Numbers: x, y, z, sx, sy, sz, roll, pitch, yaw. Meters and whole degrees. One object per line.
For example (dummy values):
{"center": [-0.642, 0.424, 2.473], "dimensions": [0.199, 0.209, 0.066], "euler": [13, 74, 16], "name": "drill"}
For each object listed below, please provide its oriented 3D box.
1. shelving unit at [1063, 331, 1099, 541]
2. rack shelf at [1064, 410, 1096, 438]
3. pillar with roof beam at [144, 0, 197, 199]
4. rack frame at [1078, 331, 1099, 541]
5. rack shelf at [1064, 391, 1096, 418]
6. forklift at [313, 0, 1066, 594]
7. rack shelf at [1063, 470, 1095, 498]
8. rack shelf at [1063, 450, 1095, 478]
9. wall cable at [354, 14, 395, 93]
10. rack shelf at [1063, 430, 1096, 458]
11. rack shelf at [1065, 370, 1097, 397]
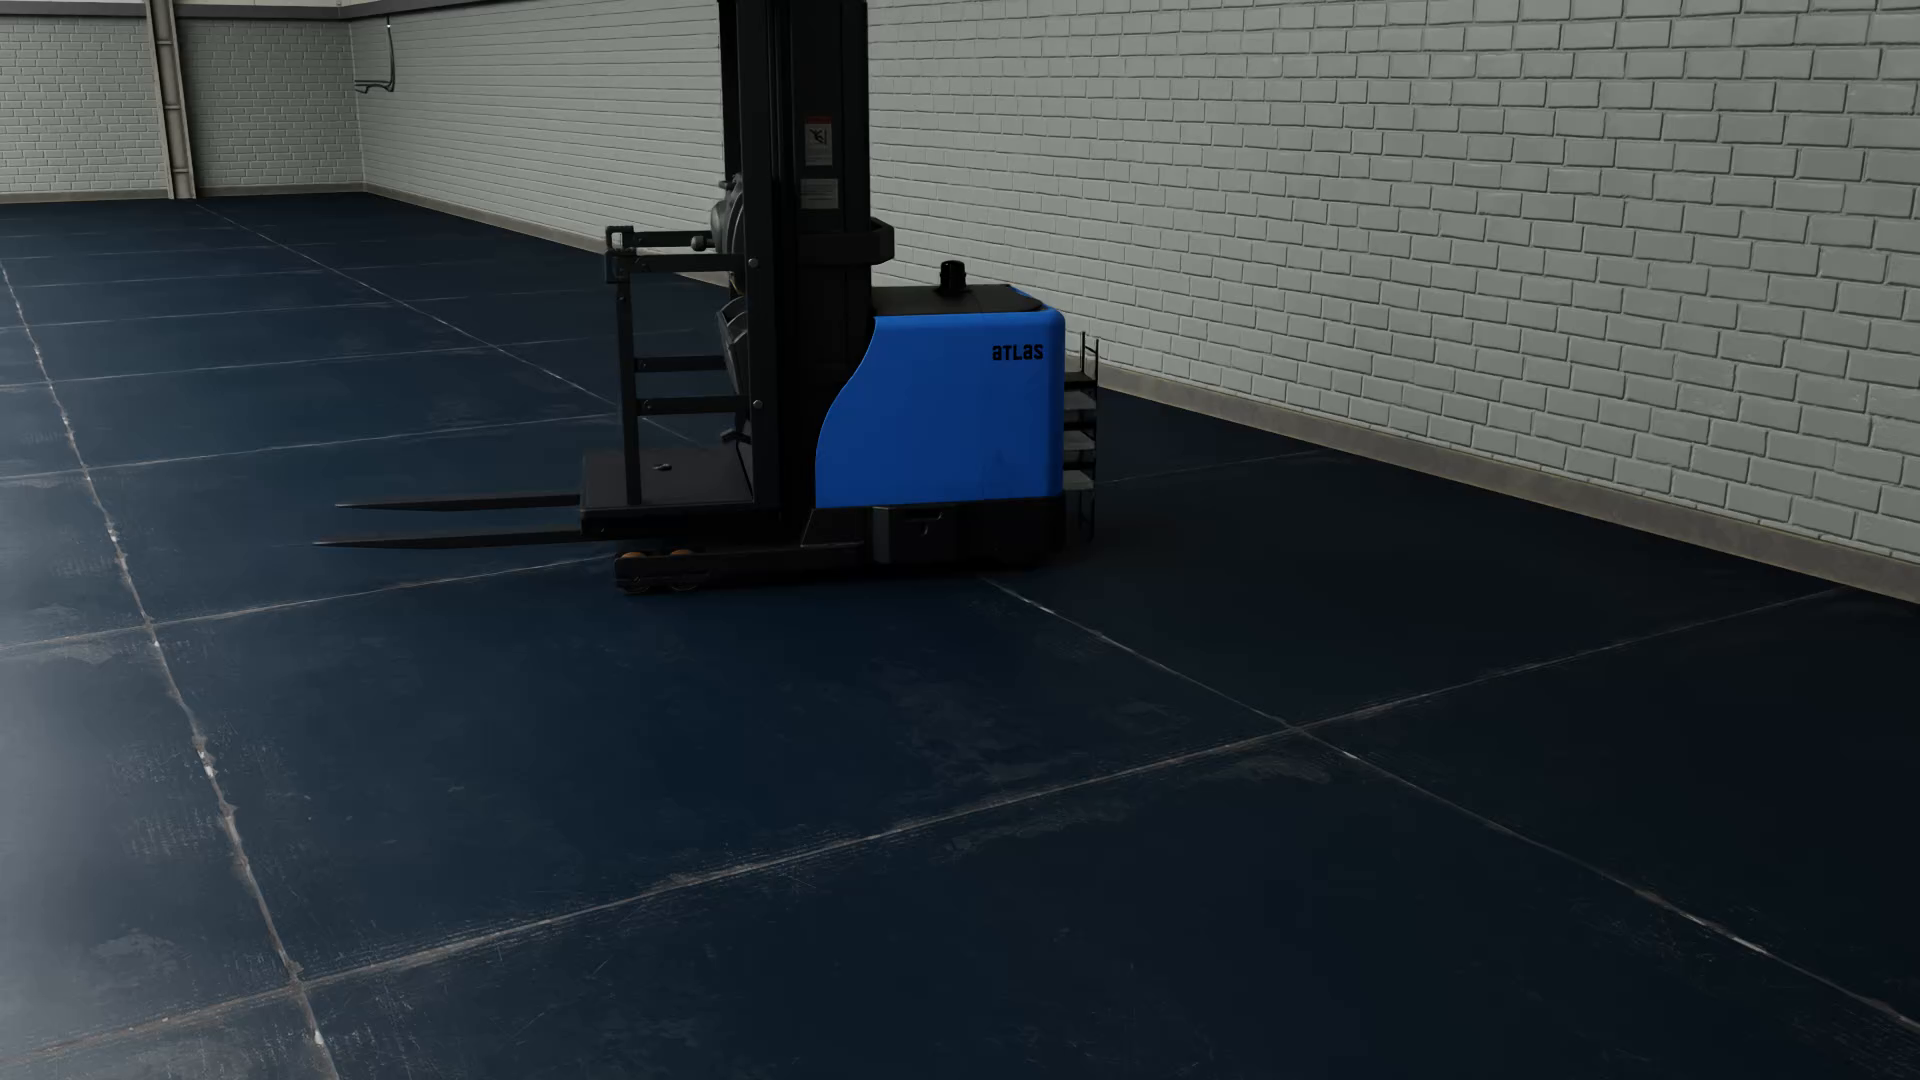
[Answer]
{"center": [0.470, -0.457, 7.373], "dimensions": [0.210, 0.900, 0.258], "euler": [-3, 16, -11], "name": "shelving unit"}
{"center": [0.470, -0.512, 7.358], "dimensions": [0.200, 0.077, 0.258], "euler": [-3, 16, -11], "name": "rack shelf"}
{"center": [-10.791, -9.059, 23.053], "dimensions": [0.400, 9.000, 9.100], "euler": [-9, 18, -30], "name": "pillar with roof beam"}
{"center": [0.570, -0.463, 7.393], "dimensions": [0.006, 0.900, 0.240], "euler": [-3, 16, -11], "name": "rack frame"}
{"center": [0.470, -0.598, 7.334], "dimensions": [0.200, 0.077, 0.258], "euler": [-3, 16, -11], "name": "rack shelf"}
{"center": [-1.125, -1.350, 6.797], "dimensions": [3.031, 2.935, 1.130], "euler": [-3, 16, -11], "name": "forklift"}
{"center": [0.470, -0.252, 7.431], "dimensions": [0.200, 0.077, 0.258], "euler": [-3, 16, -11], "name": "rack shelf"}
{"center": [0.470, -0.338, 7.407], "dimensions": [0.200, 0.077, 0.258], "euler": [-3, 16, -11], "name": "rack shelf"}
{"center": [-9.802, -8.663, 27.395], "dimensions": [0.112, 2.526, 3.097], "euler": [-9, 18, -30], "name": "wall cable"}
{"center": [0.470, -0.425, 7.382], "dimensions": [0.200, 0.077, 0.258], "euler": [-3, 16, -11], "name": "rack shelf"}
{"center": [0.470, -0.685, 7.310], "dimensions": [0.200, 0.077, 0.258], "euler": [-3, 16, -11], "name": "rack shelf"}
